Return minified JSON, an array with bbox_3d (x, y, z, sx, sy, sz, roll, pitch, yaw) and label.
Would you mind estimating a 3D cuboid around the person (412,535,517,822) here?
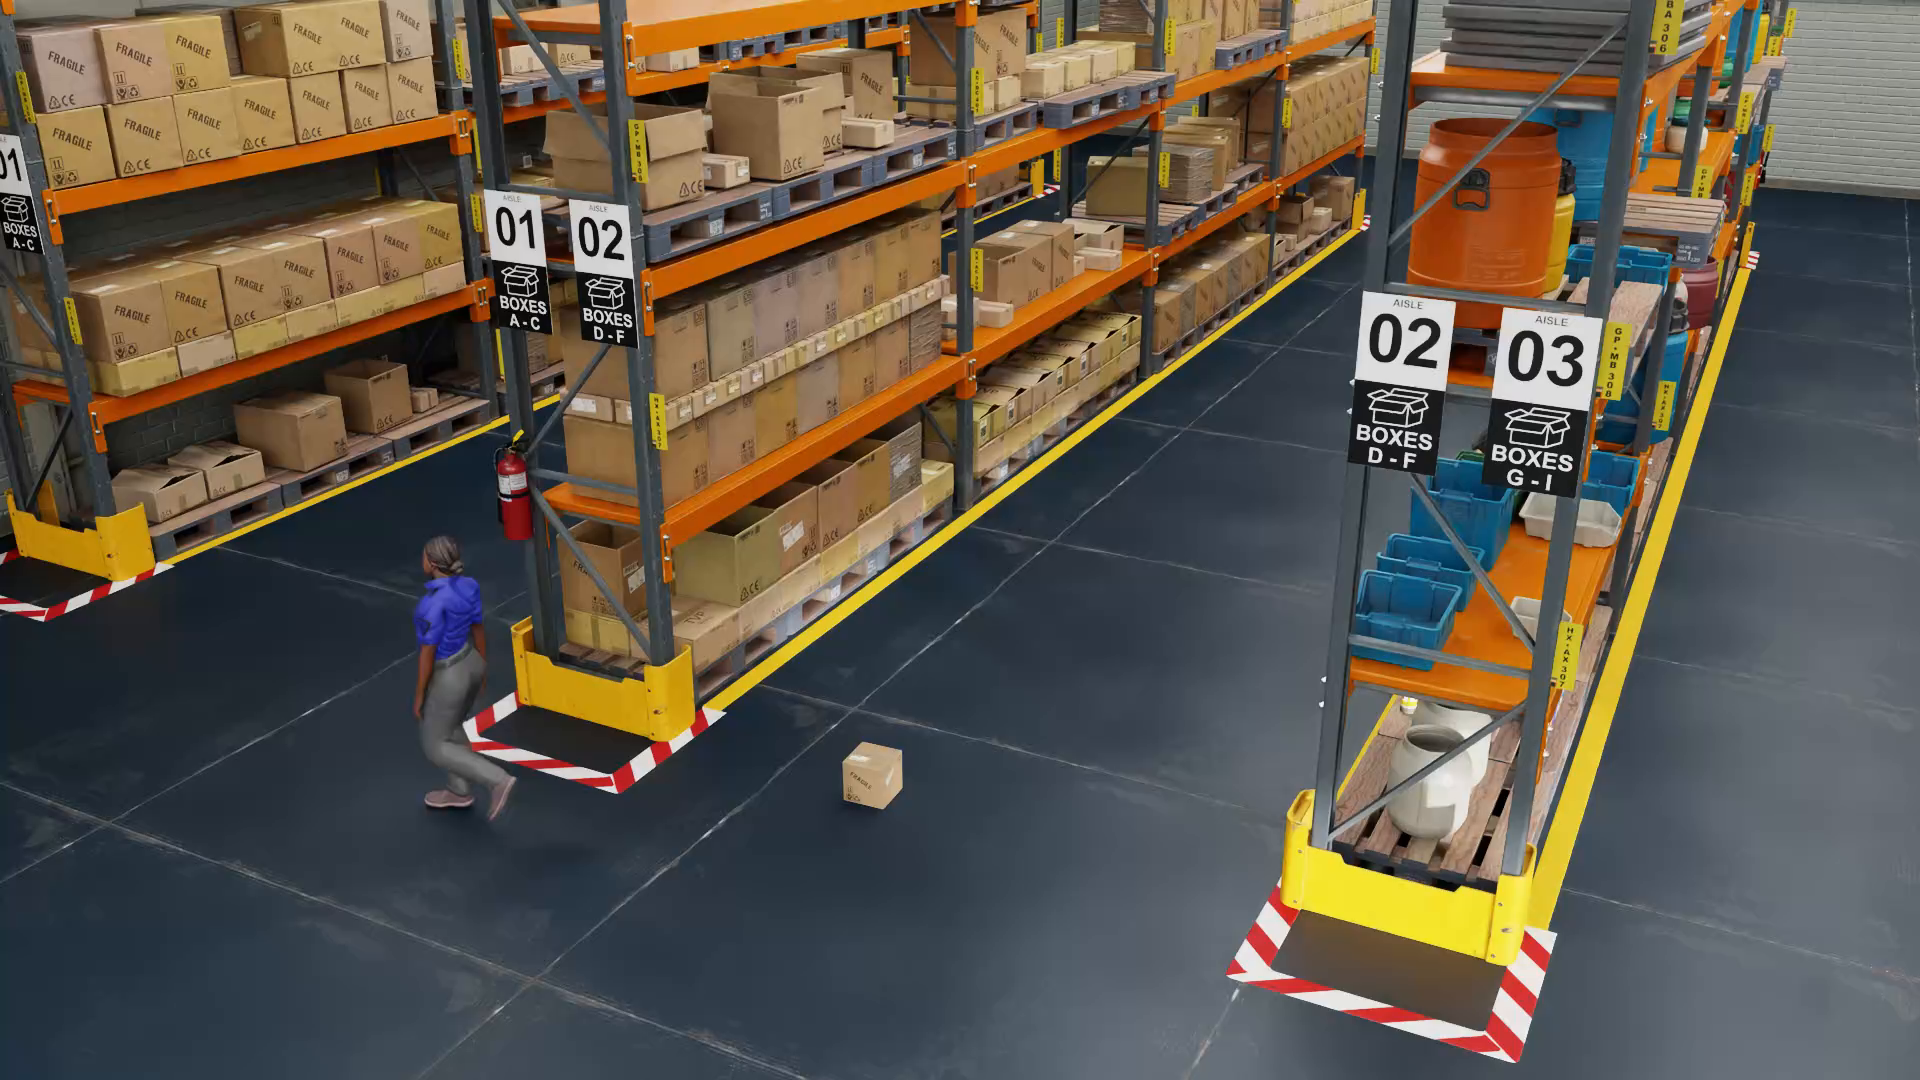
[{"bbox_3d":[-2.684,0.755,8.923,0.677,1.643,0.481,7,24,17],"label":"person"}]
